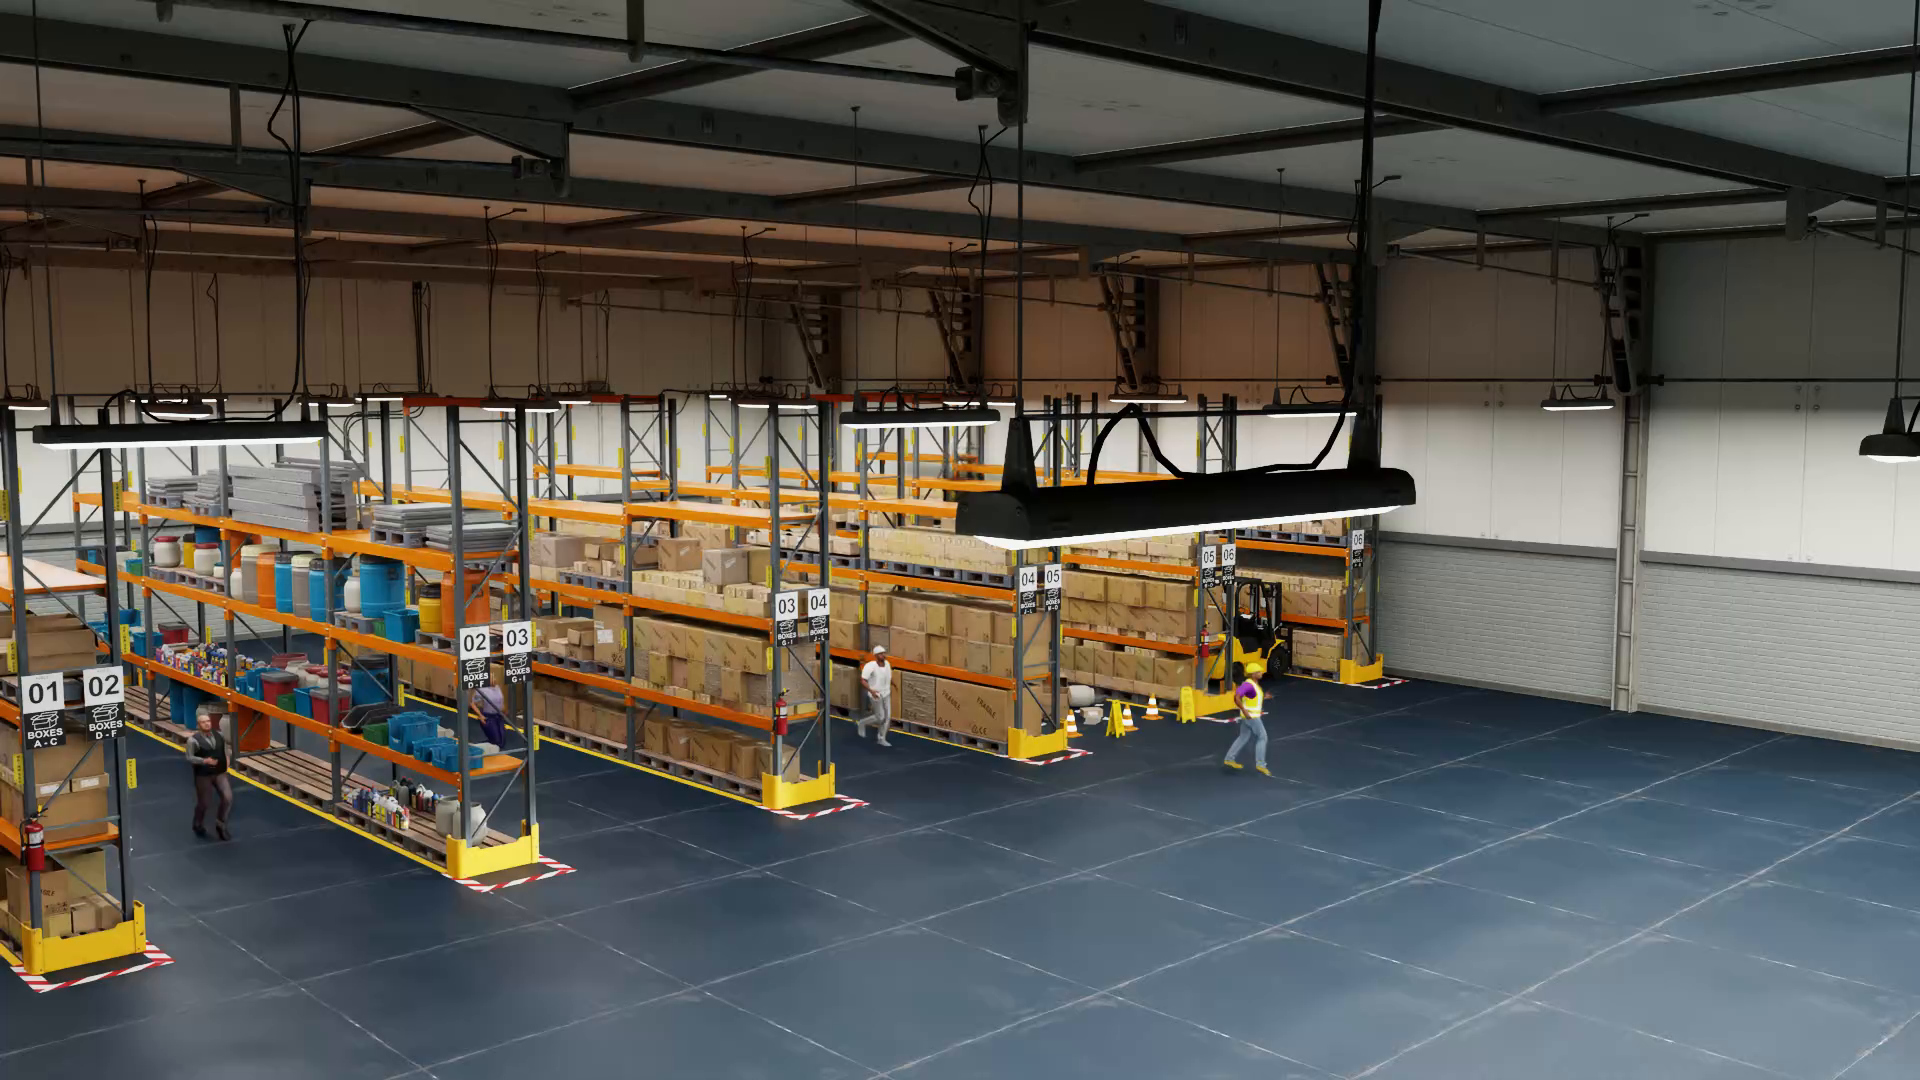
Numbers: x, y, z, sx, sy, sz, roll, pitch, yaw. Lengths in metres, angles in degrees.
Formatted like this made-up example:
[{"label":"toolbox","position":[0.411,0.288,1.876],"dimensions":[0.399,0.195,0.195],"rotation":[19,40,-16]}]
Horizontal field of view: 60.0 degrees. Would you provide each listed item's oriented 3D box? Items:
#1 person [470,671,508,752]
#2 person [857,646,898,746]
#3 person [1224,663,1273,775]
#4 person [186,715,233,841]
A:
[{"label":"person","position":[-7.615,2.931,27.052],"dimensions":[0.551,1.583,0.607],"rotation":[3,6,32]},{"label":"person","position":[-1.430,2.688,28.887],"dimensions":[0.662,1.741,0.698],"rotation":[5,8,44]},{"label":"person","position":[4.650,2.876,26.765],"dimensions":[0.788,1.831,0.665],"rotation":[0,6,4]},{"label":"person","position":[-10.362,3.279,22.984],"dimensions":[0.751,1.755,0.659],"rotation":[5,7,42]}]
